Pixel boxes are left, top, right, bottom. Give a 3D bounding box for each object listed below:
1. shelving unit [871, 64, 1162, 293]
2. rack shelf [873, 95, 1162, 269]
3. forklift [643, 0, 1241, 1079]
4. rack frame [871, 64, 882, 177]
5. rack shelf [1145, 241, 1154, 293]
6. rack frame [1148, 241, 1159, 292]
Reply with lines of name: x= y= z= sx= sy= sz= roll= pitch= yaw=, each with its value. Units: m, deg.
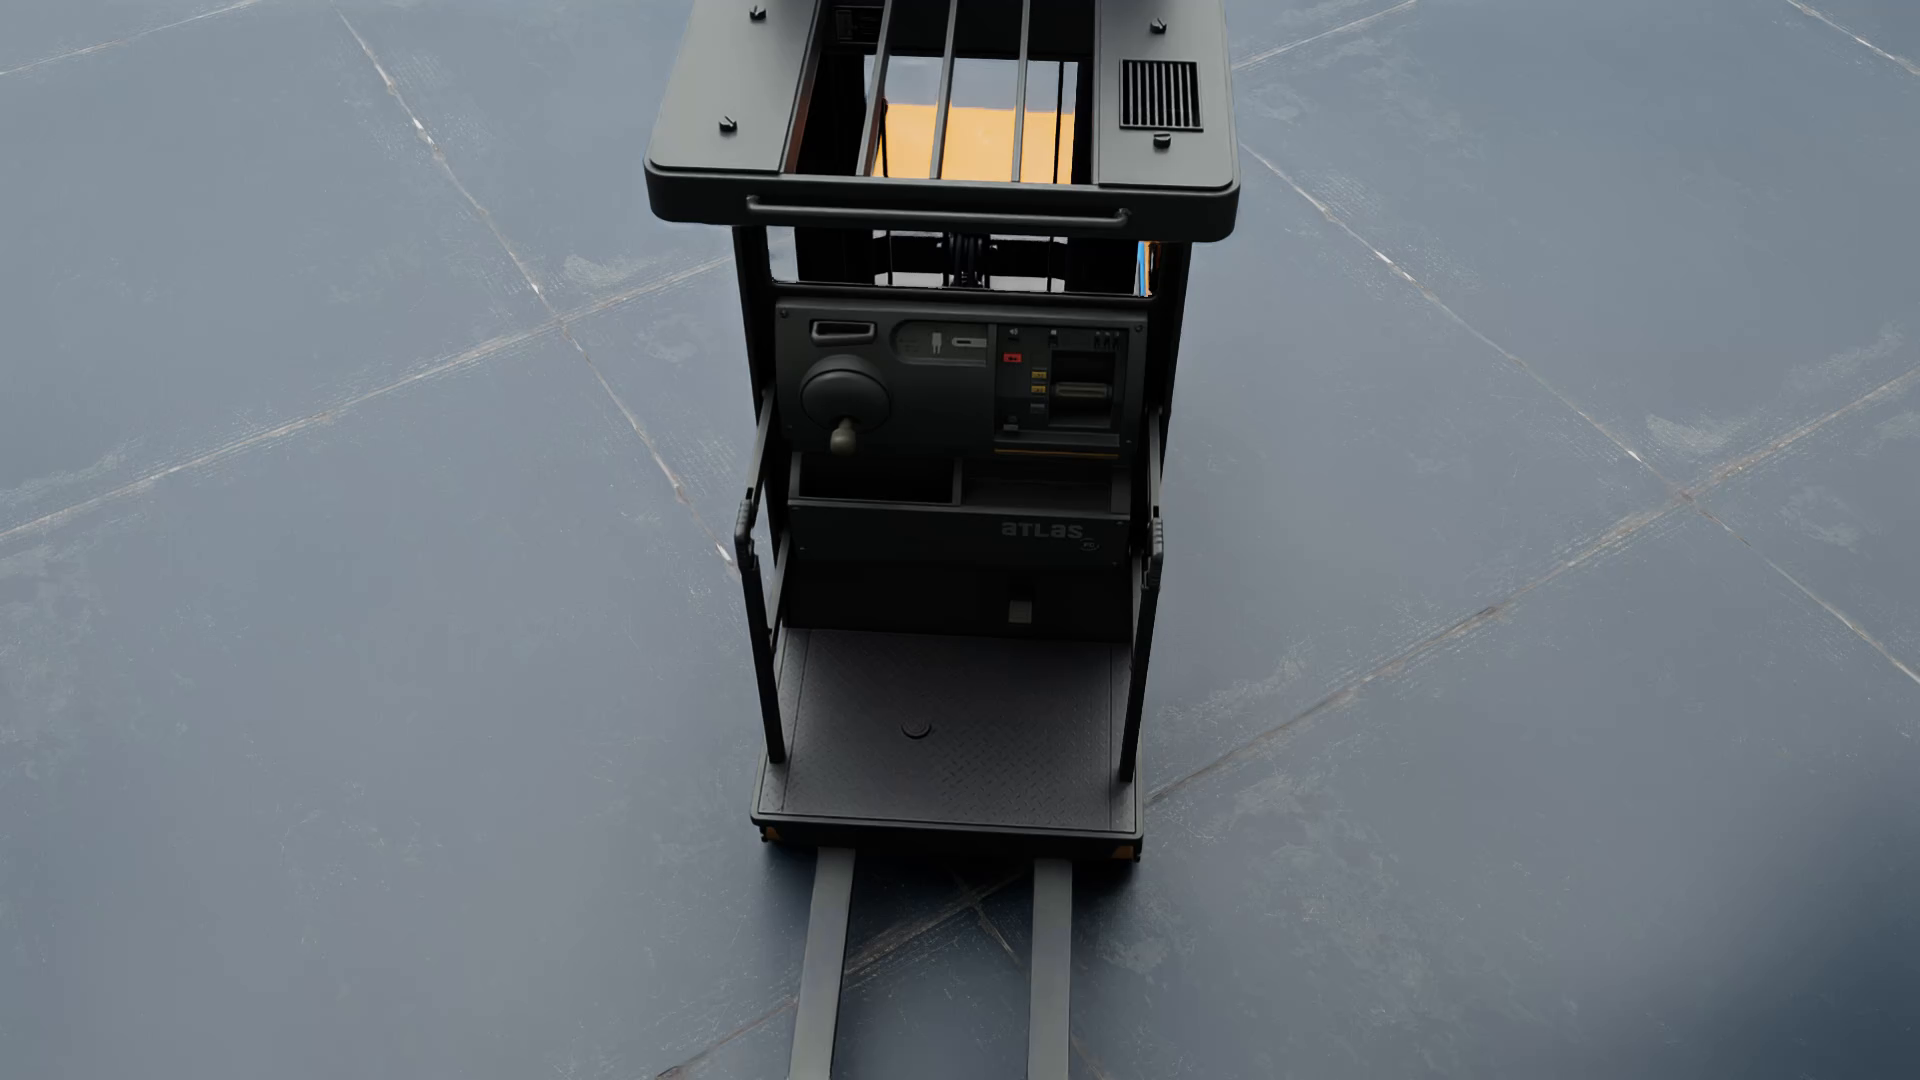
shelving unit: x=0.202 y=-1.038 z=5.921 sx=1.048 sy=1.125 sz=0.538 roll=4 pitch=48 yaw=4
rack shelf: x=0.202 y=-1.233 z=5.703 sx=1.000 sy=0.278 sz=0.538 roll=4 pitch=48 yaw=4
forklift: x=-0.011 y=-0.298 z=4.053 sx=1.130 sy=2.935 sz=3.031 roll=3 pitch=48 yaw=2
rack frame: x=-0.304 y=-1.075 z=5.954 sx=0.032 sy=1.125 sz=0.500 roll=4 pitch=48 yaw=4
rack shelf: x=0.202 y=-0.875 z=6.104 sx=1.000 sy=0.278 sz=0.538 roll=4 pitch=48 yaw=4
rack frame: x=0.708 y=-1.001 z=5.889 sx=0.032 sy=1.125 sz=0.500 roll=4 pitch=48 yaw=4
